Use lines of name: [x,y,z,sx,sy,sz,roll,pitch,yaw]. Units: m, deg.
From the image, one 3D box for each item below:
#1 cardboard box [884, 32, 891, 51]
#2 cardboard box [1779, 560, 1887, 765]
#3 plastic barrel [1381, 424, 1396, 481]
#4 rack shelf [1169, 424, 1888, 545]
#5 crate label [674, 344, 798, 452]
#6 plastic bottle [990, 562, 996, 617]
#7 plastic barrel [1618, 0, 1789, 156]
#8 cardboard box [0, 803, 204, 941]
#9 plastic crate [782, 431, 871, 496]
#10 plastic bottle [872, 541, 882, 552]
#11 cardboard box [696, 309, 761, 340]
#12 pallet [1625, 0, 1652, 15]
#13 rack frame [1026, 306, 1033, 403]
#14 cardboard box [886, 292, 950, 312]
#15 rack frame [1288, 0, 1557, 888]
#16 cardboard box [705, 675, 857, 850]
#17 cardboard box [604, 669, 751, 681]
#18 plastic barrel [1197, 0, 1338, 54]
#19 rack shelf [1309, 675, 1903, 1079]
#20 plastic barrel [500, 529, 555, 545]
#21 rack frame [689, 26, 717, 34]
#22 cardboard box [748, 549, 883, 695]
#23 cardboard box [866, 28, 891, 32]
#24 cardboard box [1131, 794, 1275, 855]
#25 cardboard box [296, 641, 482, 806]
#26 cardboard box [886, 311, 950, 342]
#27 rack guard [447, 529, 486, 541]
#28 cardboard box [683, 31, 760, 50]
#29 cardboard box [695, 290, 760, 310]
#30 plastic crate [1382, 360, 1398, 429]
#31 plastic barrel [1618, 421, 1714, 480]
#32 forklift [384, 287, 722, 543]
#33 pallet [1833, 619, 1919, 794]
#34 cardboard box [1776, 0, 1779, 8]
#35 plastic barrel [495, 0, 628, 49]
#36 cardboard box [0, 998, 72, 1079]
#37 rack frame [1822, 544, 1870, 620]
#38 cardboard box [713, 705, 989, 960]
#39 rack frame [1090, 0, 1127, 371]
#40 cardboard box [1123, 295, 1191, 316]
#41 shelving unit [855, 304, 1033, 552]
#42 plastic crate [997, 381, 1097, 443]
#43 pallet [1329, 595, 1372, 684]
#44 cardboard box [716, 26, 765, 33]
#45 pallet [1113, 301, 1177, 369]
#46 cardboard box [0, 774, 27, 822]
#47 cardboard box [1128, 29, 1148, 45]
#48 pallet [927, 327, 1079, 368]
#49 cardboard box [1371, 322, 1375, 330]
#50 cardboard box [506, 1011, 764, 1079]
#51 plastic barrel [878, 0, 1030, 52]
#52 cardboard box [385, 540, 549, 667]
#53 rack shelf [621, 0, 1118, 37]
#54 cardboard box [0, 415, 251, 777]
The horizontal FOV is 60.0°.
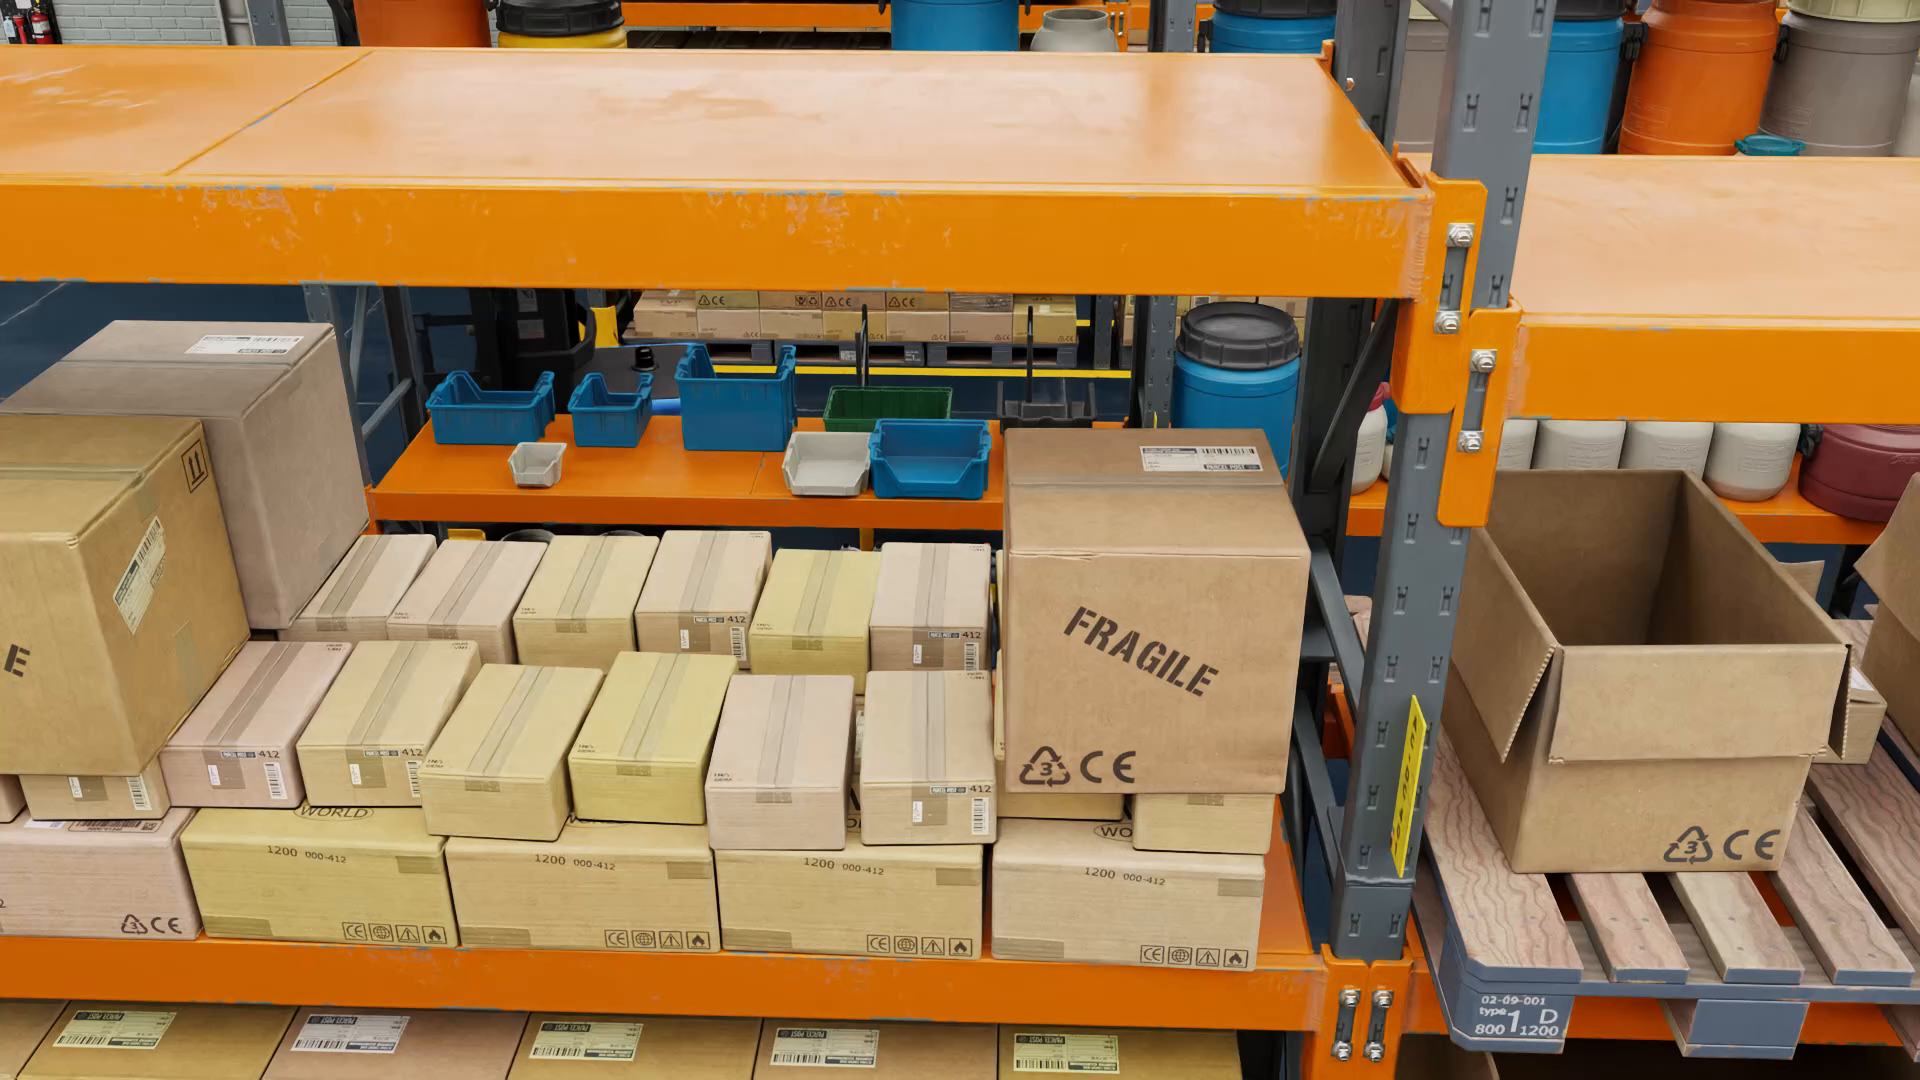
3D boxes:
cardboard box: [-0.304,-3.544,12.666,0.500,0.500,0.700,1,28,2]
cardboard box: [1.735,0.248,3.497,0.258,0.266,0.396,2,28,4]
plastic barrel: [2.284,-0.433,8.437,0.301,0.262,0.301,0,28,0]
rack shelf: [2.966,-0.237,8.687,4.000,0.370,1.077,1,28,2]
crate label: [-1.182,-0.765,8.879,0.616,0.435,0.502,1,28,2]
plastic bottle: [0.170,0.248,9.363,0.185,0.351,0.144,1,28,2]
plastic barrel: [3.498,-2.162,7.891,0.708,0.830,0.600,1,28,2]
cardboard box: [-1.723,0.550,3.392,0.500,0.250,0.500,1,28,2]
plastic crate: [-0.665,-0.379,8.470,0.437,0.136,0.530,1,28,2]
plastic bottle: [-0.439,0.171,9.509,0.185,0.351,0.144,1,28,1]
cardboard box: [-1.824,-1.823,13.400,0.500,0.250,0.500,1,28,2]
pallet: [4.462,-4.051,12.114,1.003,0.211,1.213,2,28,4]
rack frame: [0.423,-0.656,10.311,0.032,1.500,0.500,1,28,2]
cardboard box: [-0.325,-2.134,13.184,0.500,0.500,0.500,1,28,2]
rack frame: [0.792,-0.920,2.803,0.127,3.000,1.000,1,28,2]
cardboard box: [-0.337,0.422,3.208,0.250,0.149,0.380,0,28,0]
cardboard box: [-0.674,0.325,3.817,0.500,0.250,0.500,0,28,0]
plastic barrel: [1.483,-2.227,7.937,0.708,0.901,0.600,1,28,2]
rack shelf: [2.791,0.756,3.611,4.000,0.370,1.077,1,28,2]
plastic barrel: [-2.370,0.235,9.237,0.421,0.512,0.421,0,28,0]
rack frame: [-2.681,-5.291,17.453,0.127,3.000,1.000,1,28,2]
cardboard box: [-0.308,0.175,3.674,0.250,0.149,0.380,2,28,3]
cardboard box: [-0.689,-5.389,16.977,0.500,0.500,0.500,2,28,3]
cardboard box: [0.457,0.426,3.202,0.250,0.149,0.380,2,28,3]
cardboard box: [-1.127,0.360,3.325,0.250,0.149,0.380,0,28,0]
cardboard box: [-0.325,-1.796,13.349,0.500,0.250,0.500,1,28,2]
rack guard: [-2.953,0.430,9.330,0.348,0.500,1.175,1,28,2]
cardboard box: [-1.807,-3.569,12.713,0.500,0.500,0.700,0,28,0]
cardboard box: [-1.824,-2.154,13.222,0.500,0.500,0.500,1,28,2]
plastic crate: [2.080,-0.708,8.825,0.575,0.384,0.392,1,28,2]
plastic barrel: [3.508,-0.495,8.287,0.421,0.512,0.421,0,28,0]
forklift: [-3.061,-1.316,10.028,3.031,2.935,1.130,-4,28,-8]
pallet: [2.442,0.564,3.406,1.003,0.211,1.213,1,28,2]
cardboard box: [5.580,-4.218,12.120,0.500,0.500,0.910,1,28,2]
plastic barrel: [-1.887,-2.288,7.937,0.600,0.588,0.600,0,28,0]
cardboard box: [-2.166,1.196,3.725,0.500,0.500,0.500,1,28,2]
rack frame: [4.964,-0.521,8.456,0.127,3.000,1.000,1,28,2]
cardboard box: [-0.194,0.573,3.349,0.500,0.250,0.500,2,28,3]
rack frame: [1.145,-2.906,12.955,0.127,3.000,1.000,1,28,2]
cardboard box: [1.550,-2.001,13.136,0.500,0.311,0.500,1,28,2]
shelving unit: [-0.076,-0.664,10.327,1.083,1.500,0.587,1,28,2]
plastic crate: [0.448,-0.628,8.724,0.504,0.338,0.767,1,28,2]
pallet: [1.753,0.639,9.244,1.213,0.211,1.003,1,28,2]
cardboard box: [-2.215,-5.416,17.028,0.500,0.500,0.500,1,28,2]
pallet: [1.883,-1.680,13.619,1.213,0.211,1.003,1,28,2]
cardboard box: [-1.914,0.382,3.284,0.250,0.149,0.380,1,28,2]
cardboard box: [1.824,-5.439,17.156,0.500,0.500,0.700,1,28,2]
pallet: [0.352,-1.707,13.669,1.213,0.211,1.003,1,28,2]
cardboard box: [3.077,-1.729,13.221,0.500,0.250,0.500,1,28,3]
cardboard box: [-0.667,1.219,3.682,0.500,0.500,0.500,1,28,2]
plastic barrel: [-0.024,-2.386,7.788,0.708,0.901,0.600,1,28,2]
cardboard box: [-1.085,0.154,3.714,0.250,0.149,0.380,2,28,3]
rack shelf: [-0.853,-3.946,12.483,4.000,0.370,1.077,1,28,2]
cardboard box: [-1.731,0.094,3.135,0.500,0.500,0.500,1,28,2]
